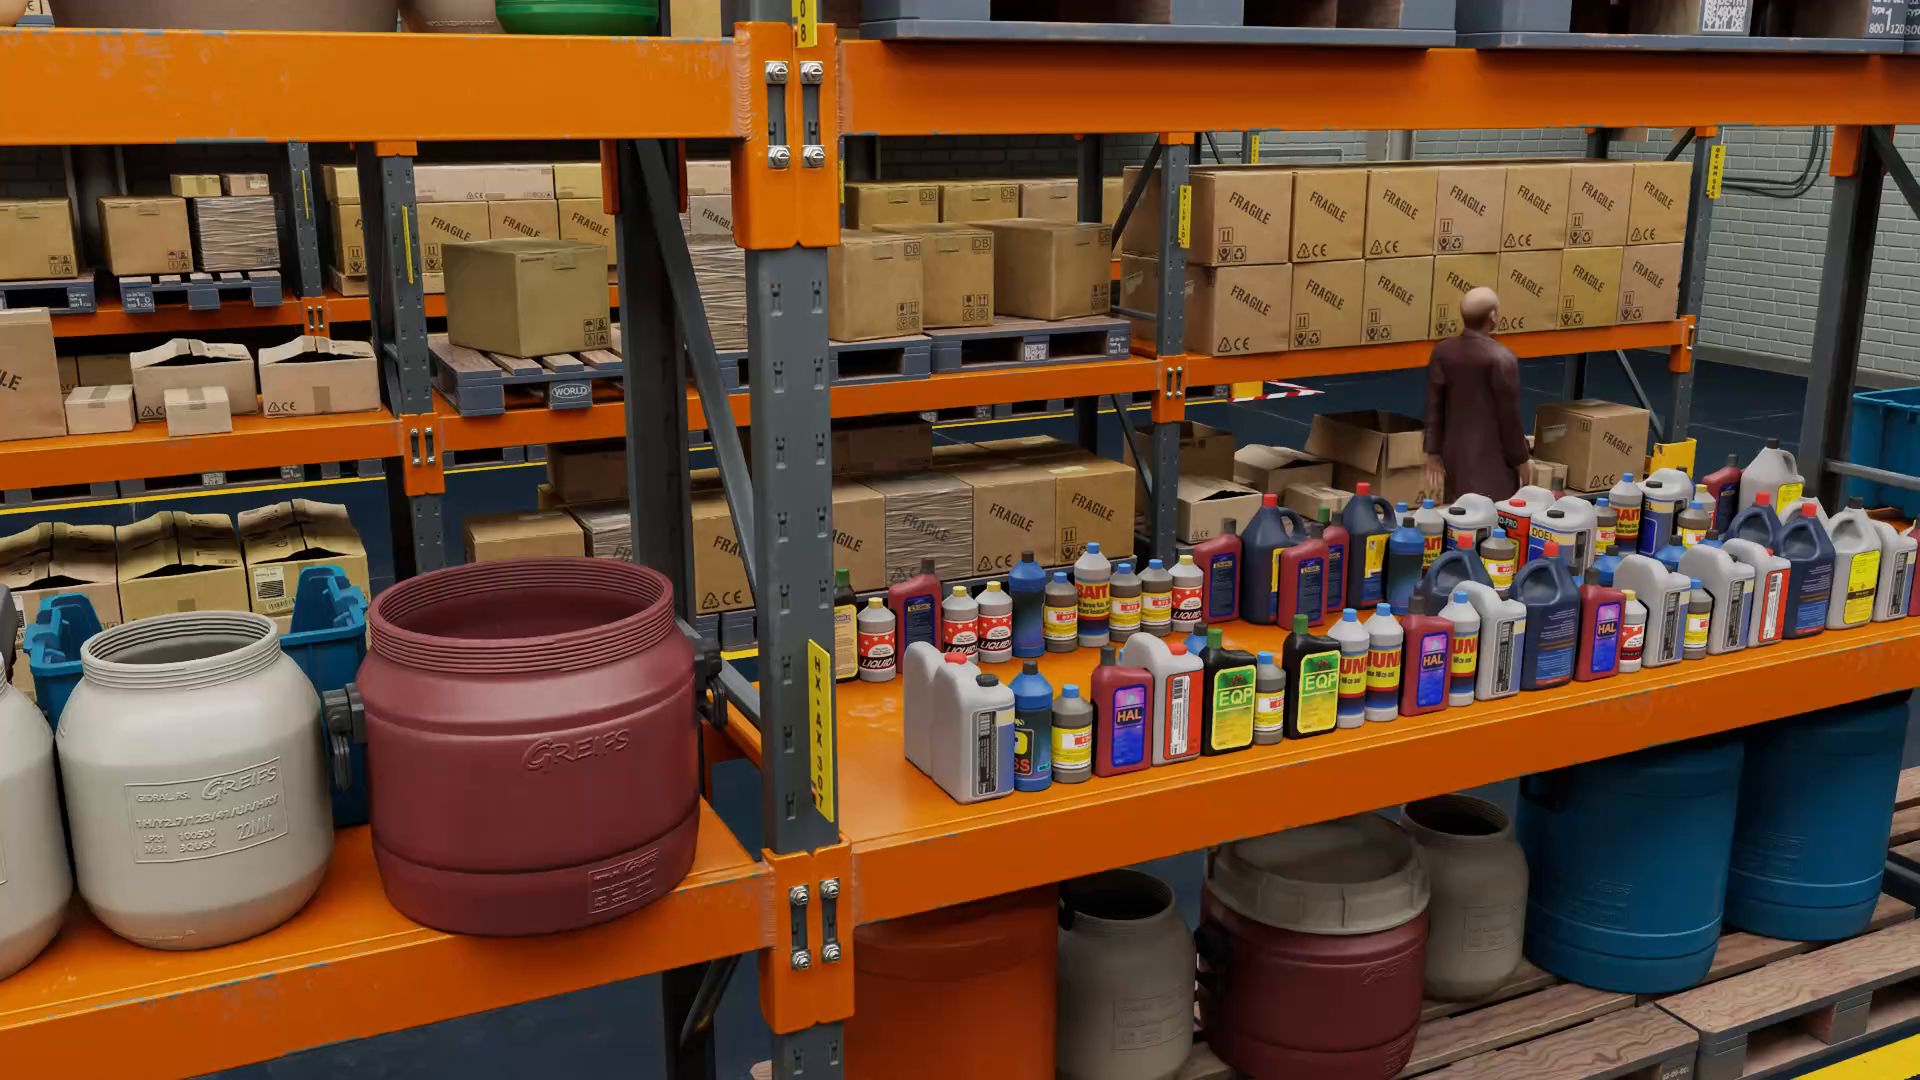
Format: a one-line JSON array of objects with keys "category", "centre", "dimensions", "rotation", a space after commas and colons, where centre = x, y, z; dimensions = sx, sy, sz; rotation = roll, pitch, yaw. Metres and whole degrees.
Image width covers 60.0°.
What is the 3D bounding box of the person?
[{"category": "person", "centre": [2.668, -0.439, 8.644], "dimensions": [0.912, 1.745, 0.565], "rotation": [-7, 16, -23]}]
